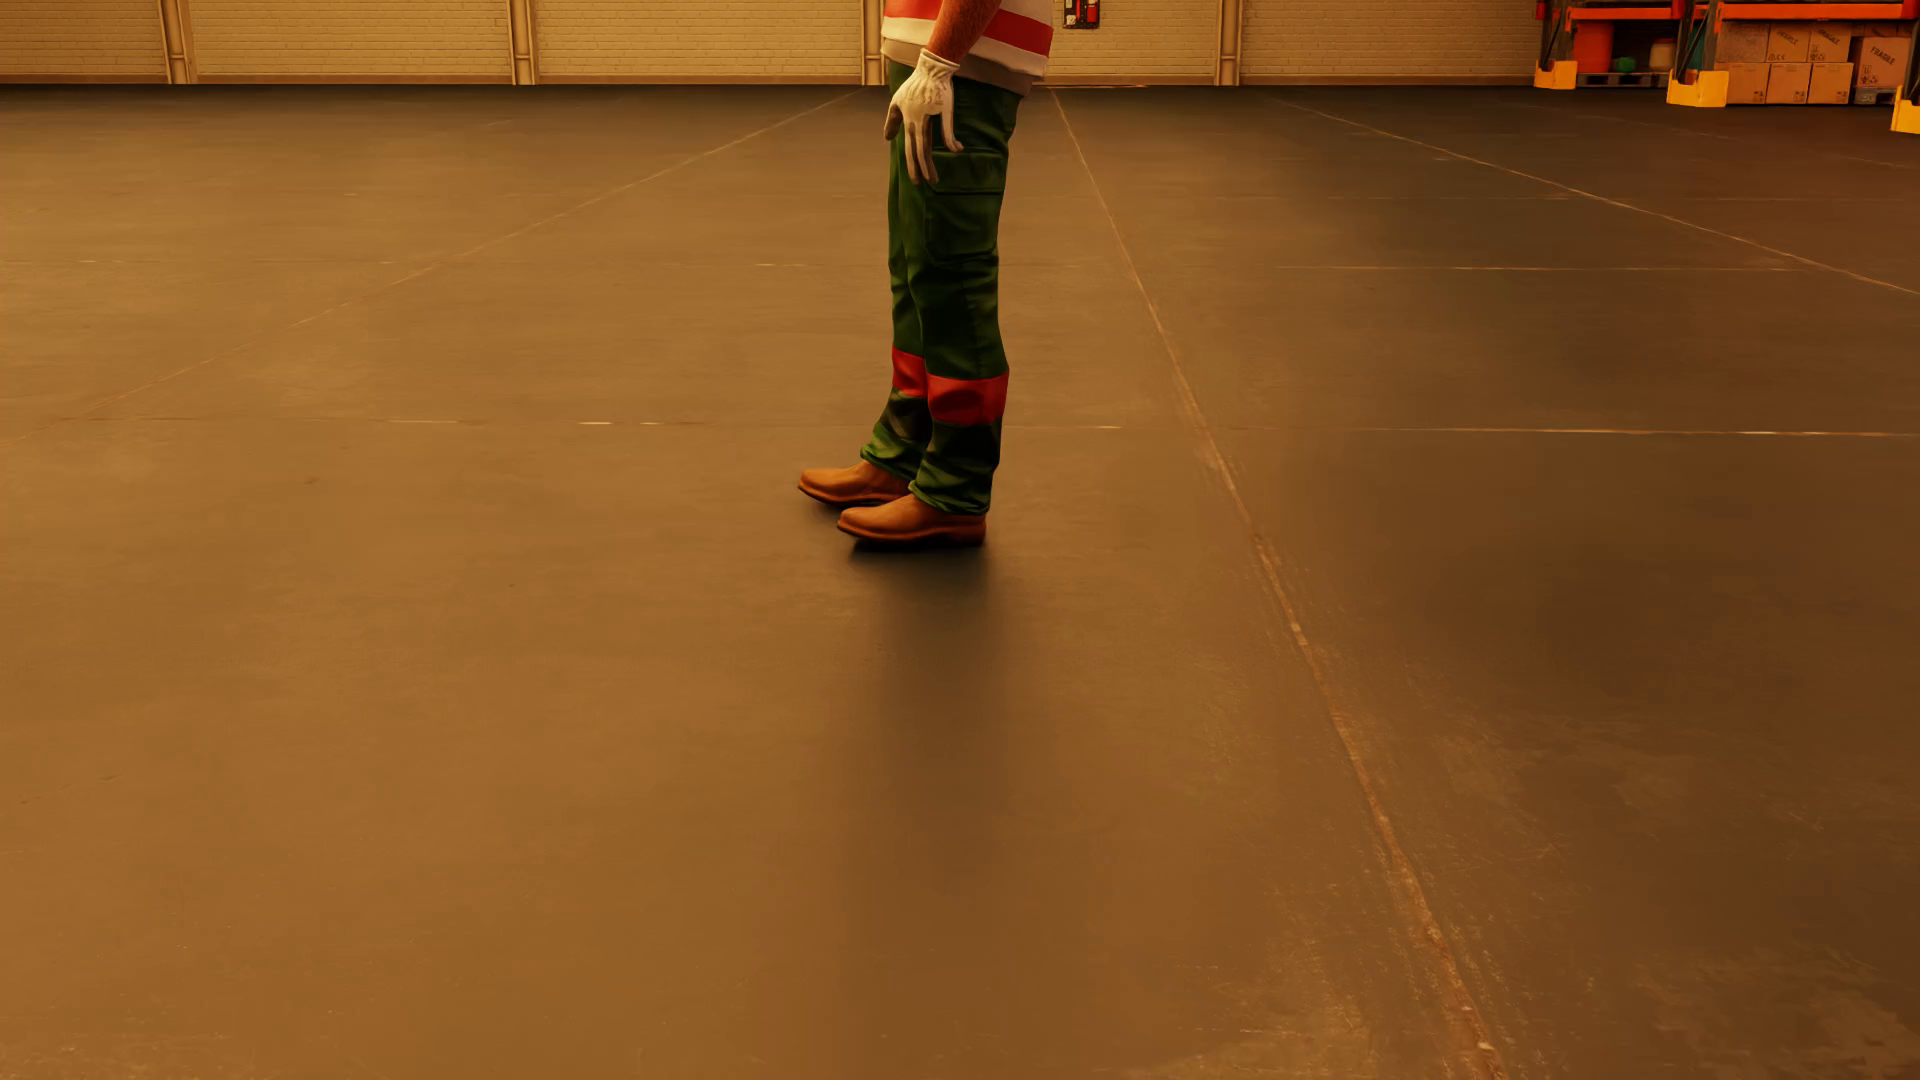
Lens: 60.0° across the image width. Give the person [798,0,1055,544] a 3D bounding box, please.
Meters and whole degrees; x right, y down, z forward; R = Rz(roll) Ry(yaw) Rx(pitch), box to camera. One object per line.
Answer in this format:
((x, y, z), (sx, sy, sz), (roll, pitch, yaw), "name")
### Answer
((-0.079, -0.866, 3.119), (0.564, 1.787, 0.637), (1, 17, 2), "person")
